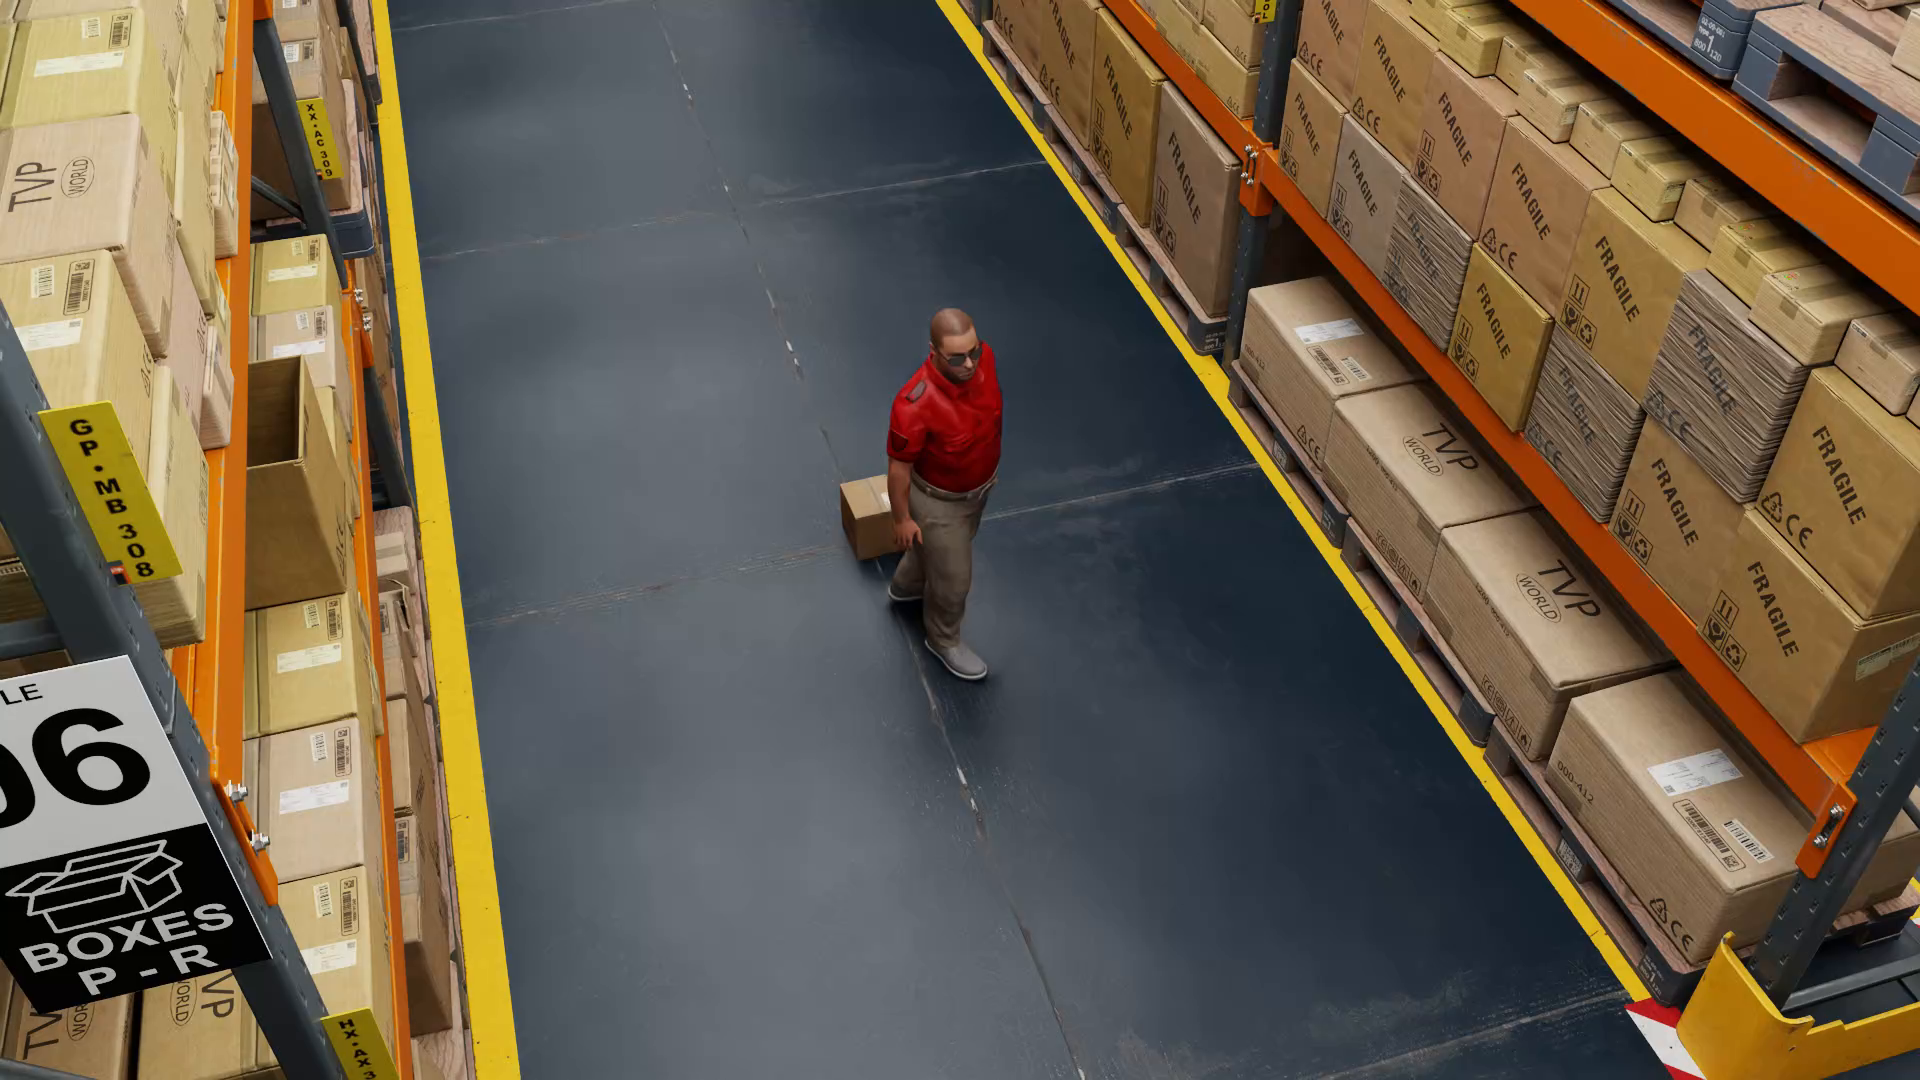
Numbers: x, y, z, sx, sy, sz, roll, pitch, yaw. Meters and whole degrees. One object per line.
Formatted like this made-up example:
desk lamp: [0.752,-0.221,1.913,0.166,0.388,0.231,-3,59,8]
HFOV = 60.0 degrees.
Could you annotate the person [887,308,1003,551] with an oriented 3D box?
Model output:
person: [-0.008,-0.430,6.153,0.316,1.042,0.569,24,47,24]
